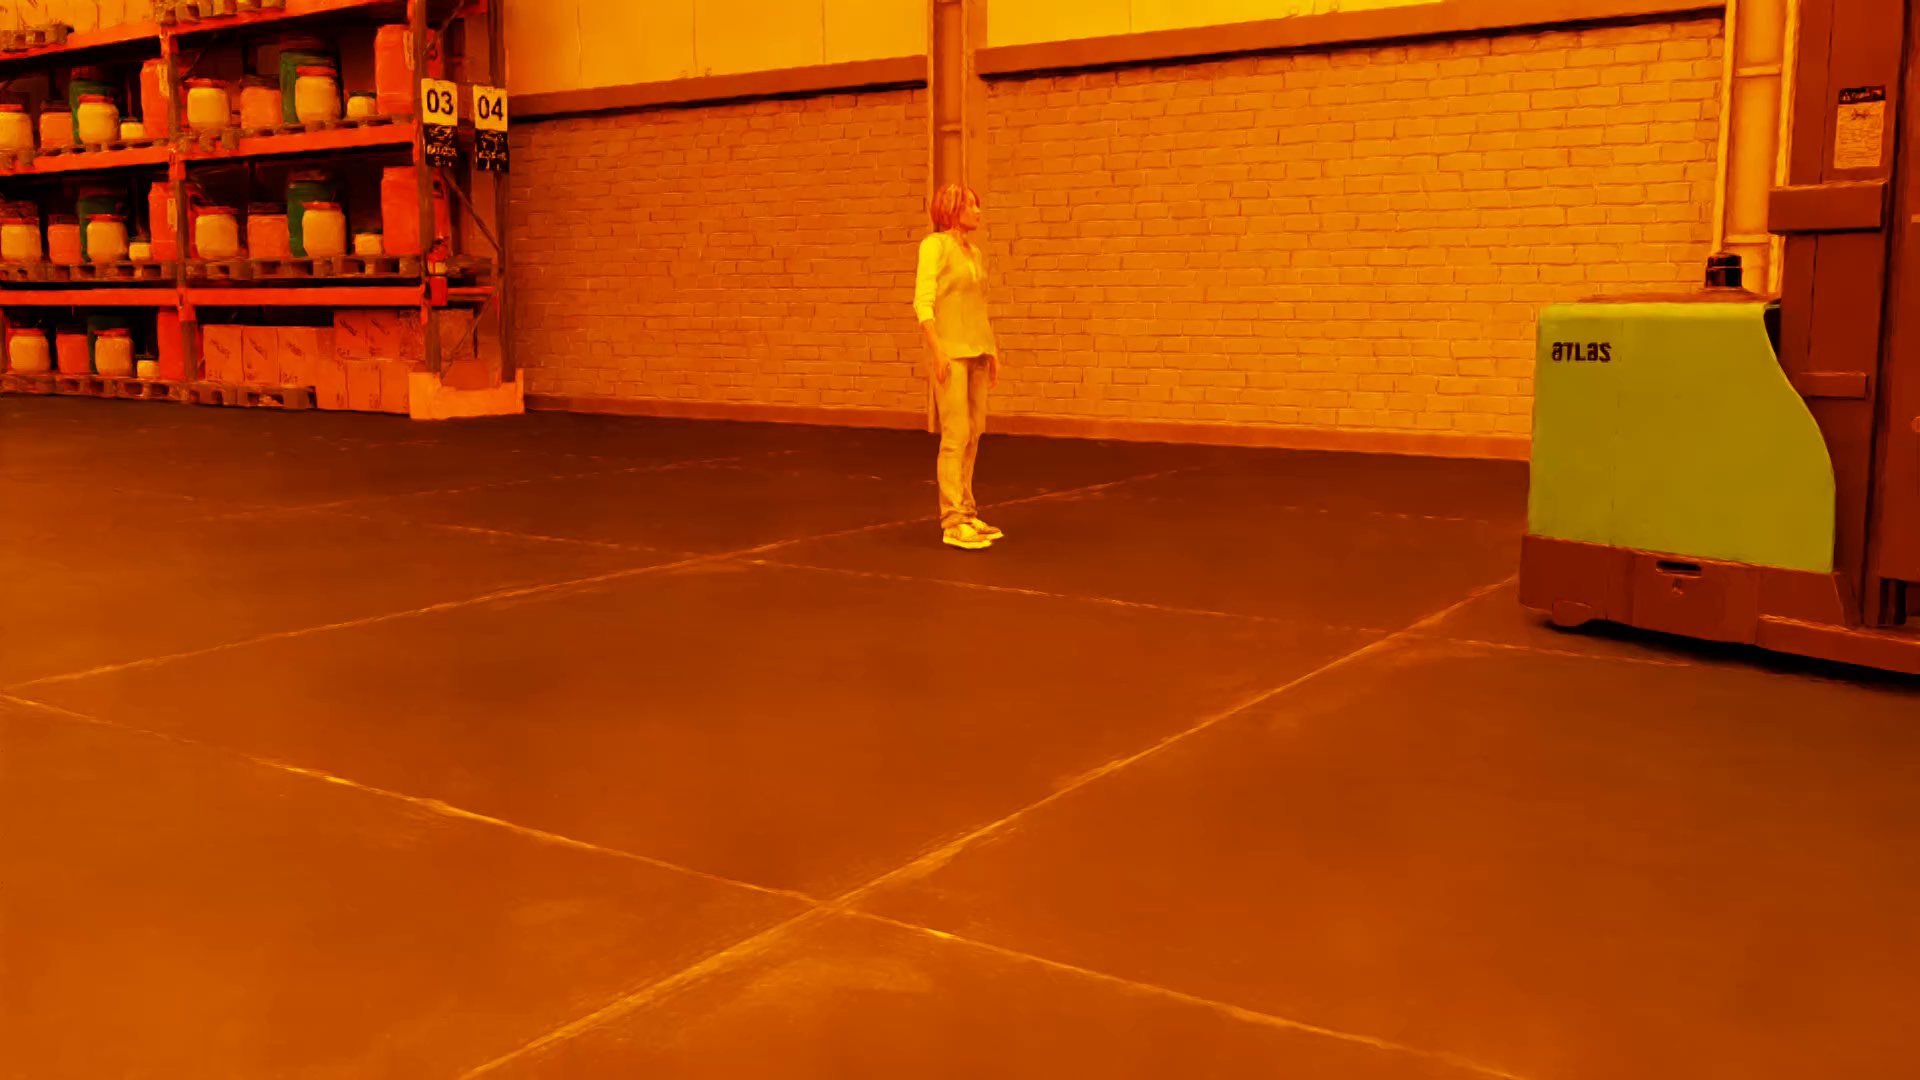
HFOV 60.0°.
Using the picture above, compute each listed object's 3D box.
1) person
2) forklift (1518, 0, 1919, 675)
[{"bbox_3d":[0.054,-0.790,7.438,0.474,1.597,0.521,5,10,34],"label":"person"},{"bbox_3d":[3.151,-1.039,4.497,1.130,2.935,3.031,-6,10,-36],"label":"forklift"}]
